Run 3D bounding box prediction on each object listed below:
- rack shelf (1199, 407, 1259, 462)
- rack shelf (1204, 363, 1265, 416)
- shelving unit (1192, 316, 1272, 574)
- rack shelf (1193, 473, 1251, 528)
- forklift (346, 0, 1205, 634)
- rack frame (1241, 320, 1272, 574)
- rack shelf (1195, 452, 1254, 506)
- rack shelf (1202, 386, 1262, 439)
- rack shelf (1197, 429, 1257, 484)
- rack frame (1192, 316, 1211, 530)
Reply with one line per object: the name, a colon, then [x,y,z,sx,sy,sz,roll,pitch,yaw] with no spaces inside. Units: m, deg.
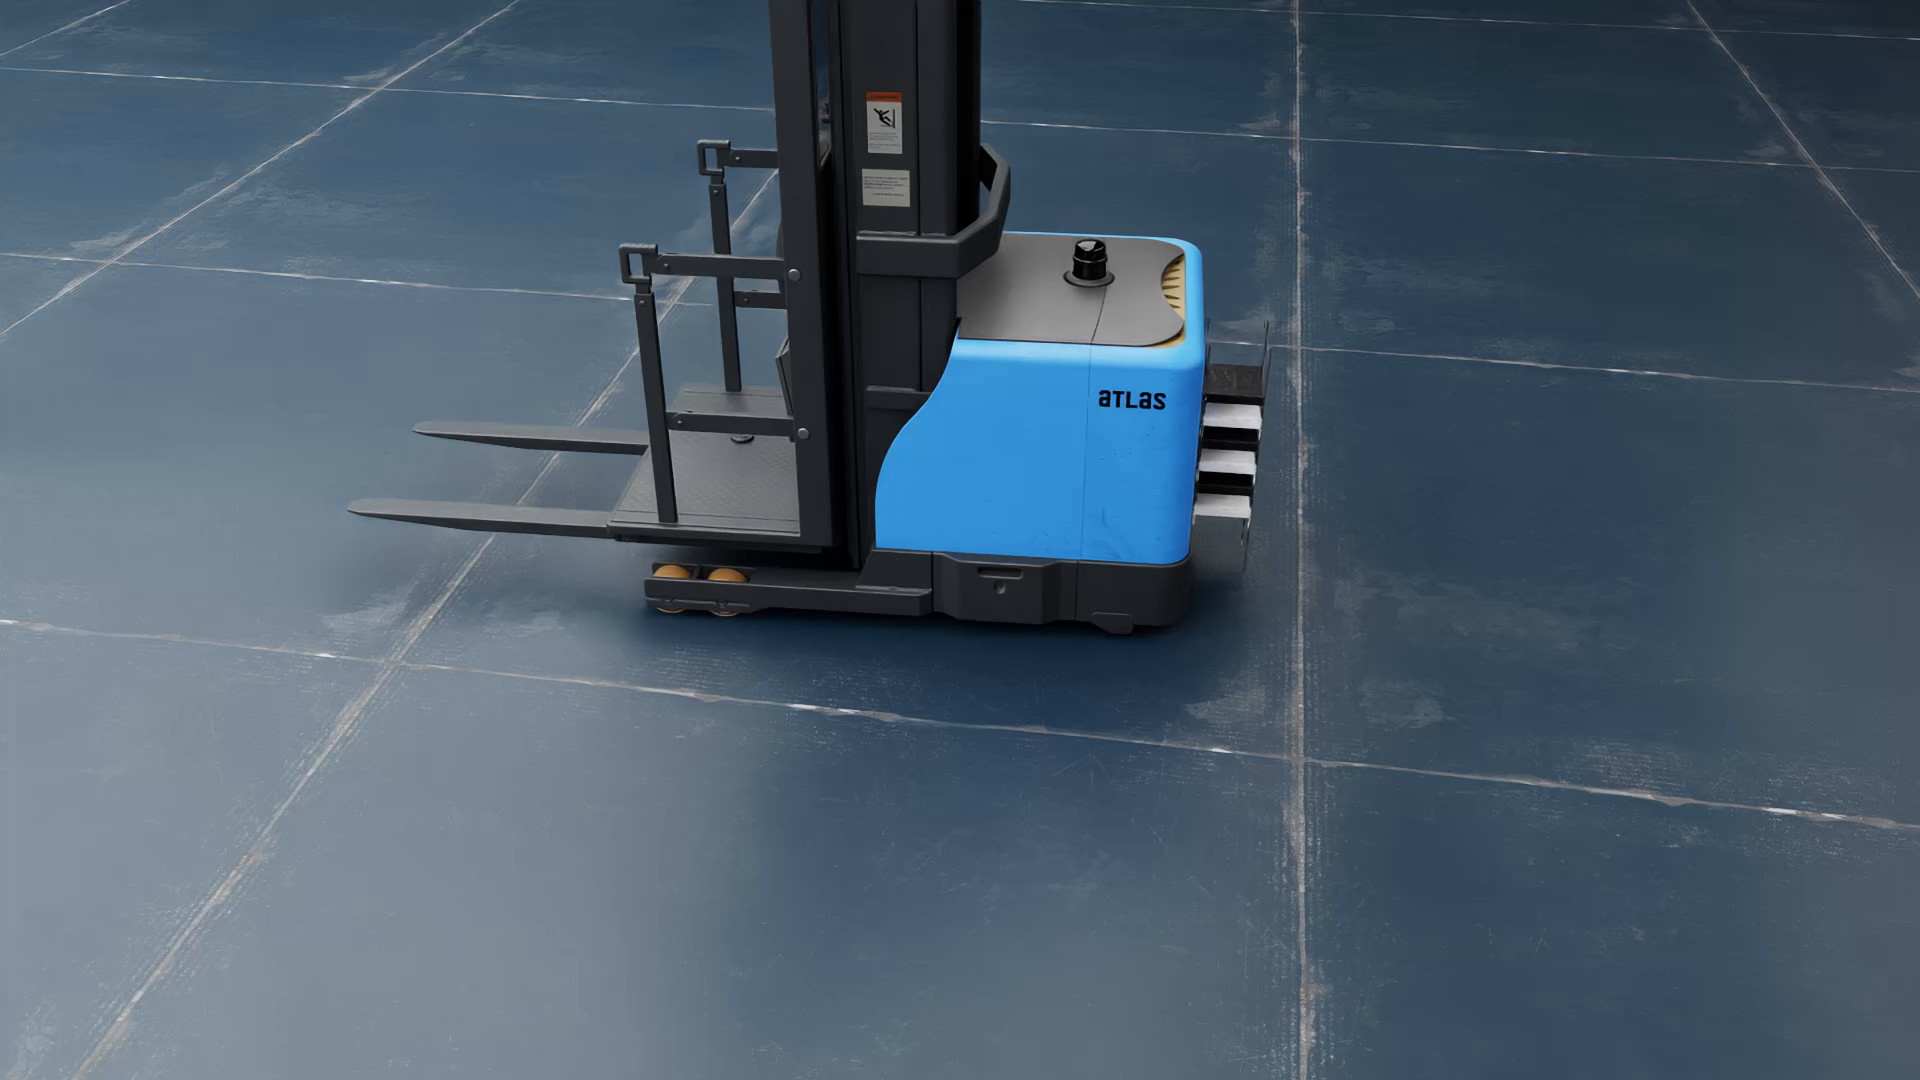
rack shelf: [0.951,-0.376,5.893,0.200,0.077,0.258,4,32,5]
rack shelf: [0.953,-0.528,5.798,0.200,0.077,0.258,4,32,5]
shelving unit: [0.951,-0.328,5.924,0.210,0.900,0.258,4,32,5]
rack shelf: [0.948,-0.147,6.037,0.200,0.077,0.258,4,32,5]
forklift: [-0.677,-1.249,5.482,3.031,2.935,1.130,3,32,5]
rack frame: [1.052,-0.321,5.915,0.006,0.900,0.240,4,32,5]
rack shelf: [0.949,-0.224,5.989,0.200,0.077,0.258,4,32,5]
rack shelf: [0.952,-0.452,5.846,0.200,0.077,0.258,4,32,5]
rack shelf: [0.950,-0.300,5.941,0.200,0.077,0.258,4,32,5]
rack frame: [0.850,-0.335,5.933,0.006,0.900,0.240,4,32,5]
